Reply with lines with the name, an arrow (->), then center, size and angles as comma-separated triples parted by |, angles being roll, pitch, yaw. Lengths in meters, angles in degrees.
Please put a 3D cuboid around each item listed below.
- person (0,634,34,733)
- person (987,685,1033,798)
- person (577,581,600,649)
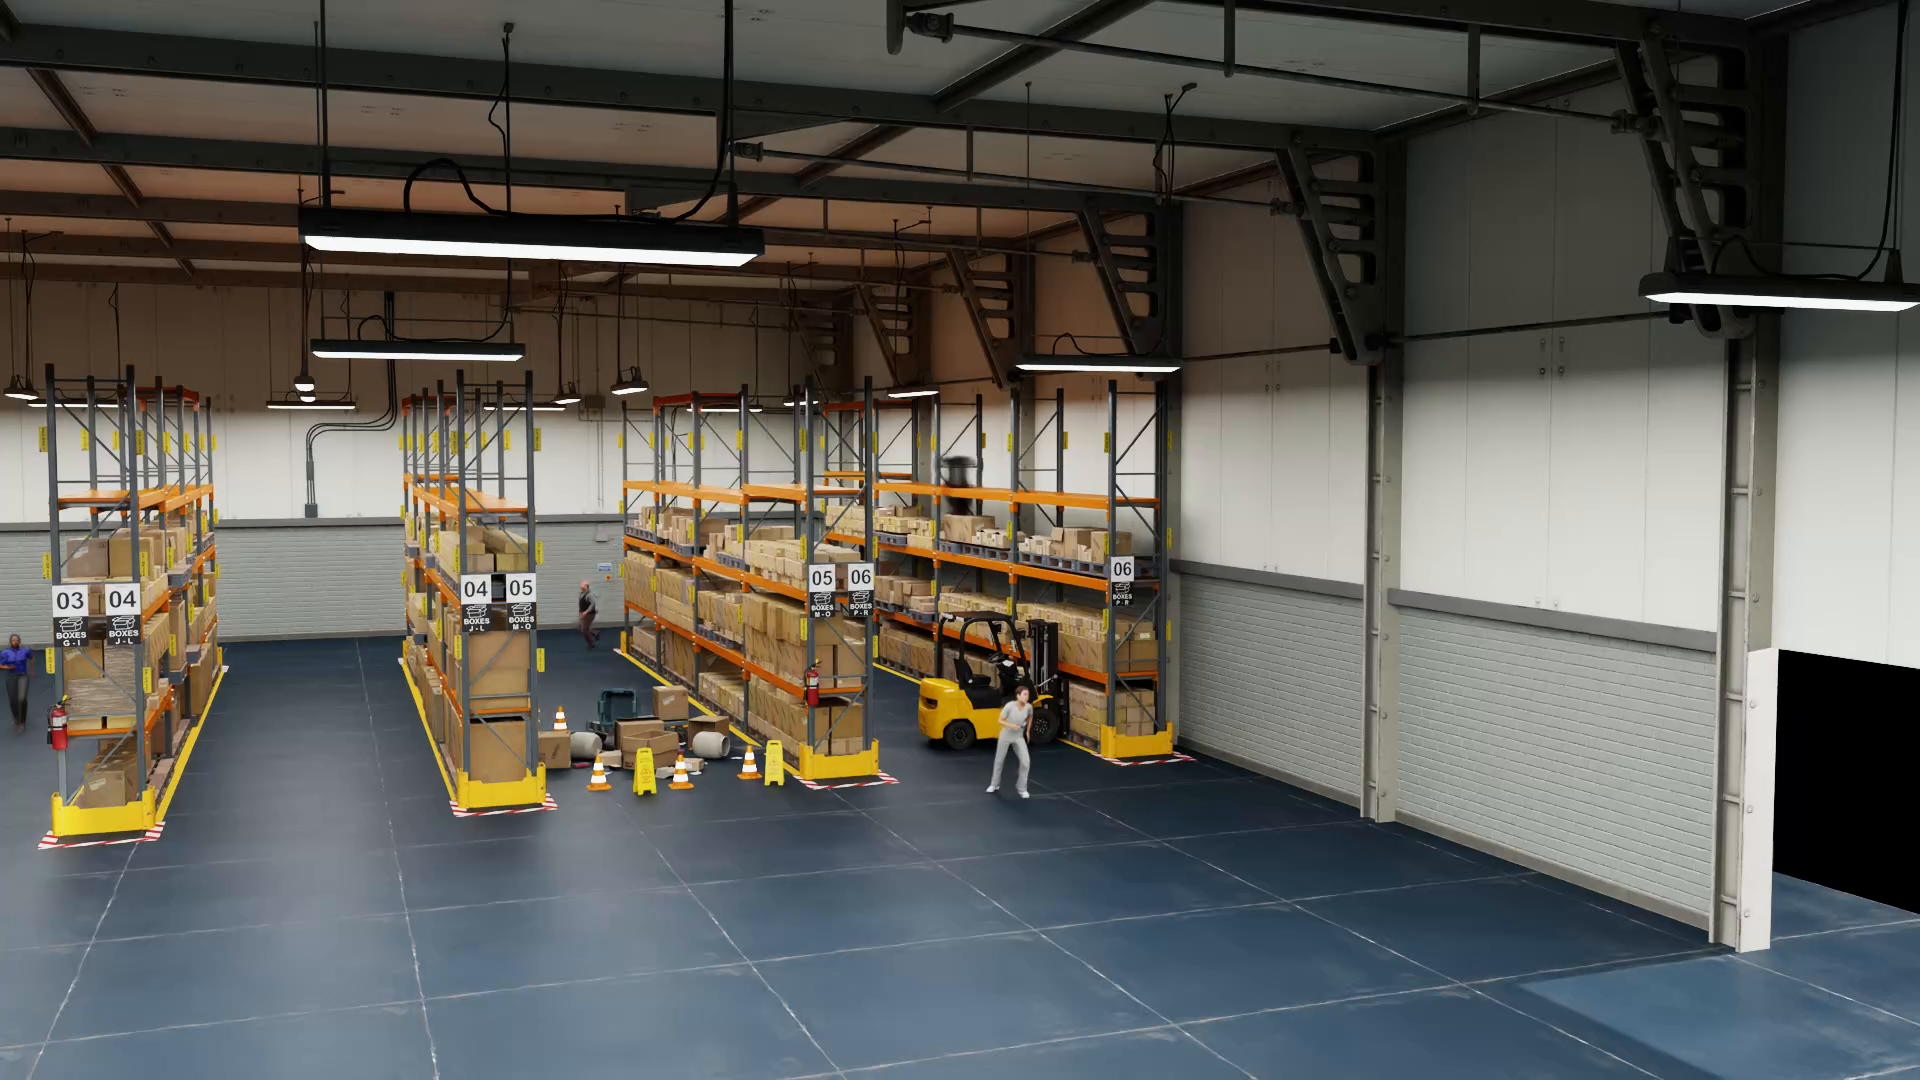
person -> -16.418, 2.483, 28.945 | 0.519, 1.715, 0.848 | -2, 4, -25
person -> 0.742, 2.846, 23.608 | 0.659, 1.598, 0.805 | -1, 3, -12
person -> -9.024, 1.814, 40.464 | 0.554, 1.655, 0.663 | -2, 4, -28
